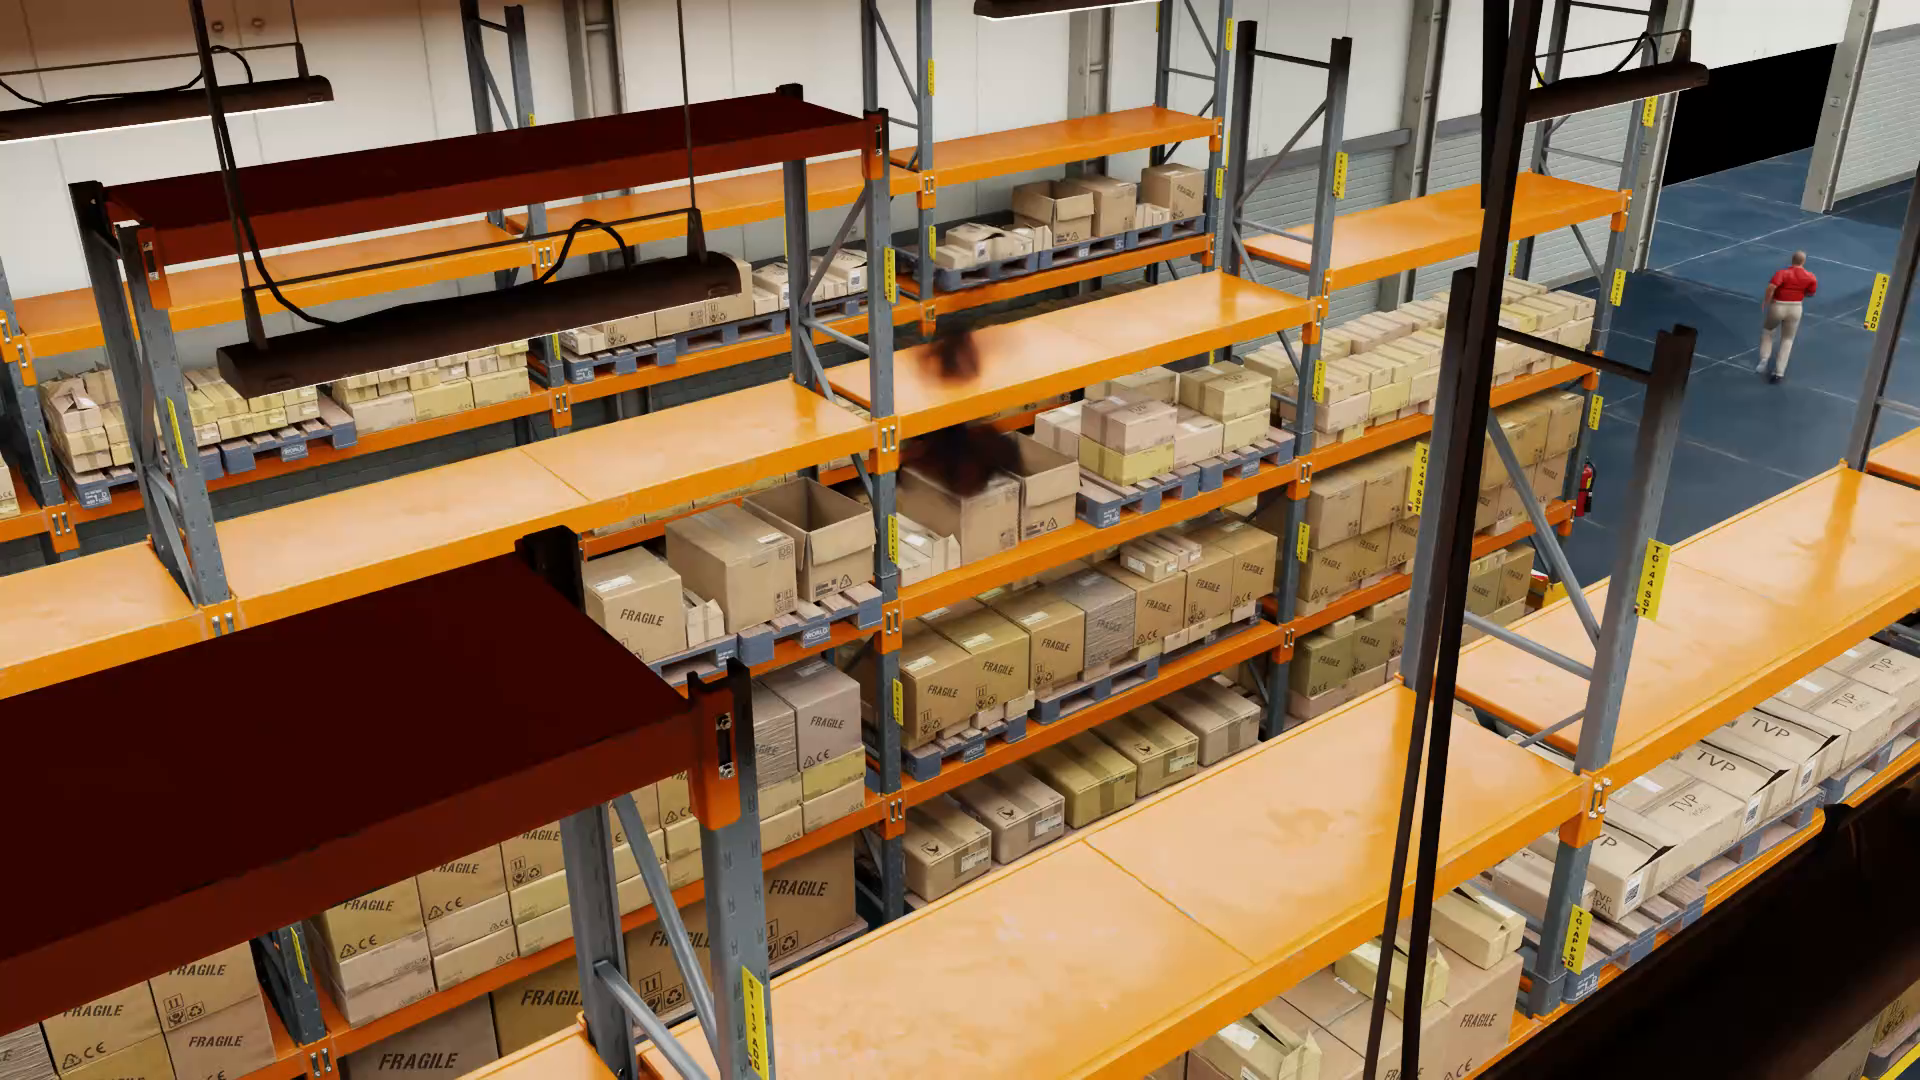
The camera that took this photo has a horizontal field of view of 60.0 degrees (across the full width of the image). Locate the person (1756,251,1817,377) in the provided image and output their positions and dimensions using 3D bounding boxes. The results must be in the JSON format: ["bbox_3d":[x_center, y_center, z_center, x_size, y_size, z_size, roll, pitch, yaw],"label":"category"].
[{"bbox_3d":[11.099,-3.045,22.404,0.637,1.770,0.724,9,27,17],"label":"person"}]
